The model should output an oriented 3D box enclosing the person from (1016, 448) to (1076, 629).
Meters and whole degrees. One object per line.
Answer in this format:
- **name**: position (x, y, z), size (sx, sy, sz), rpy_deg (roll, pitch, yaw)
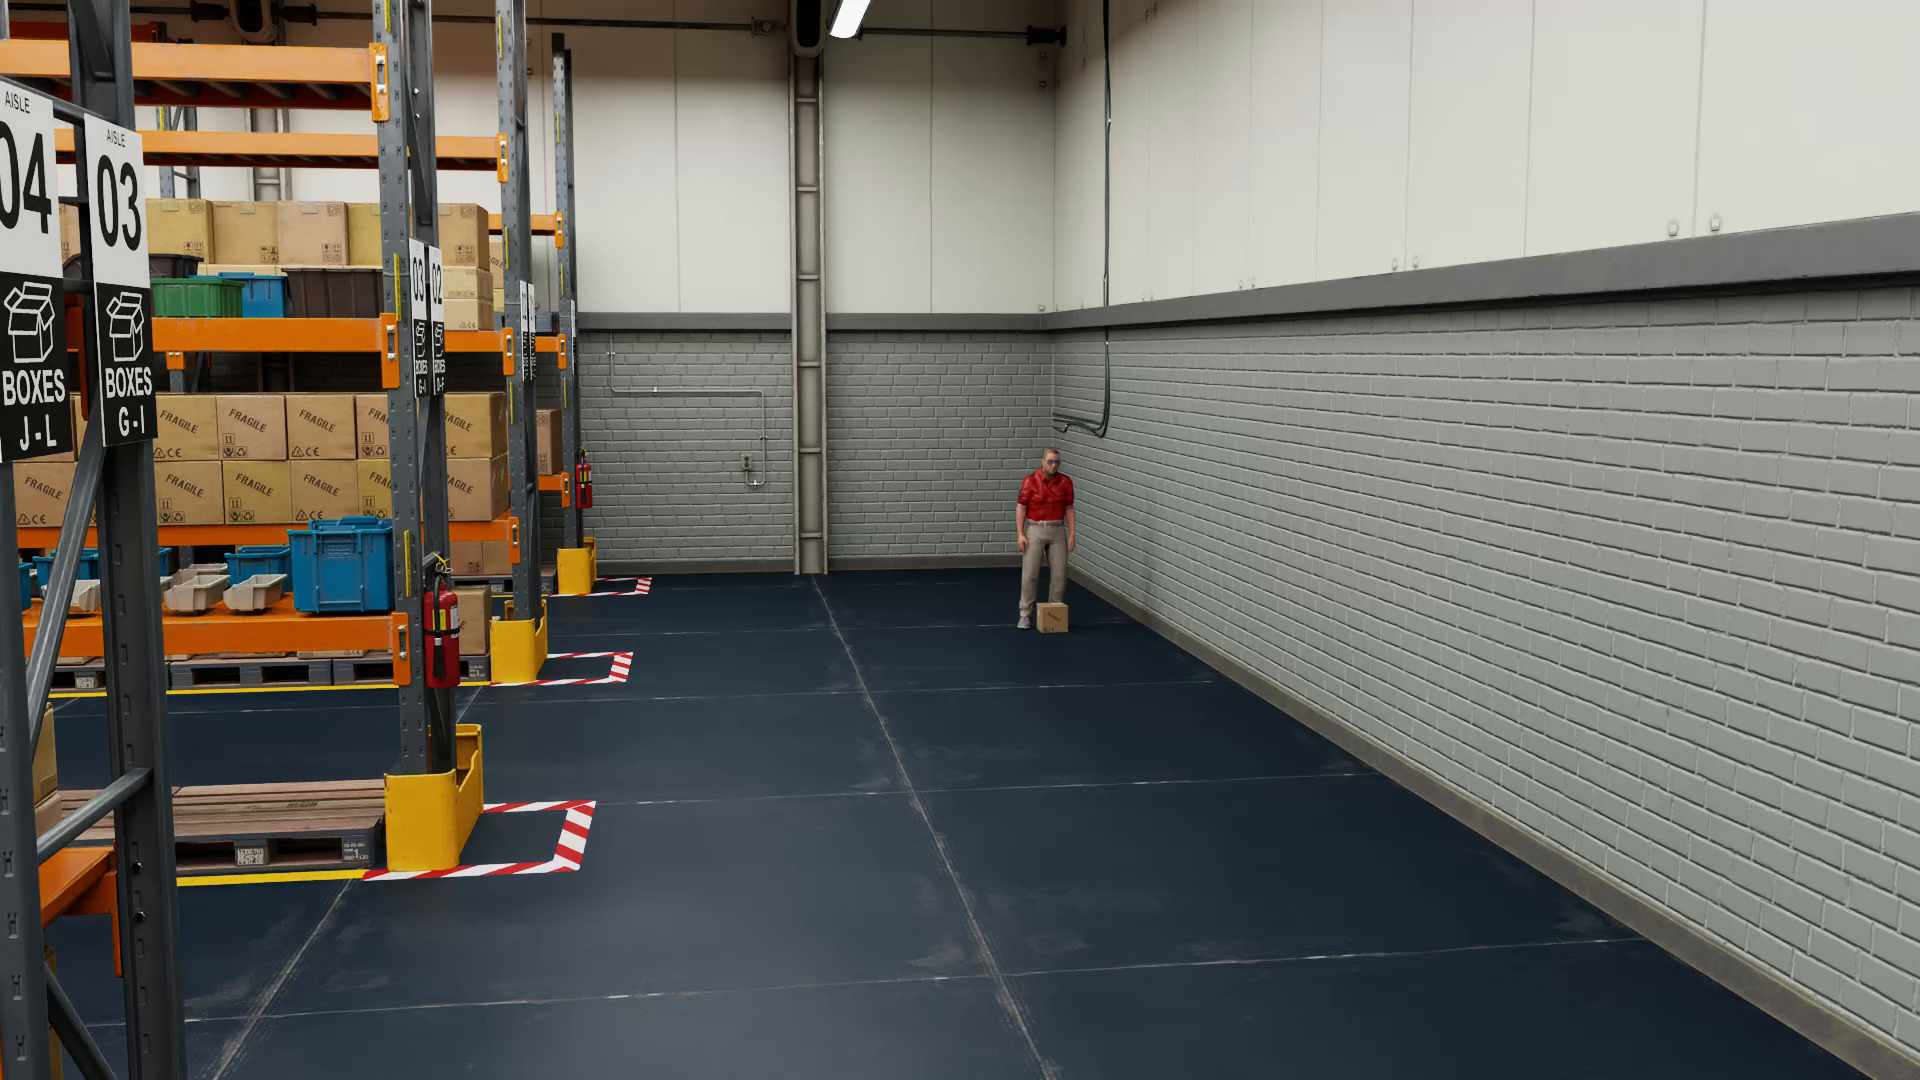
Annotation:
- **person**: position (0.826, -0.024, 15.990), size (0.604, 1.726, 0.396), rpy_deg (-1, 7, -12)
